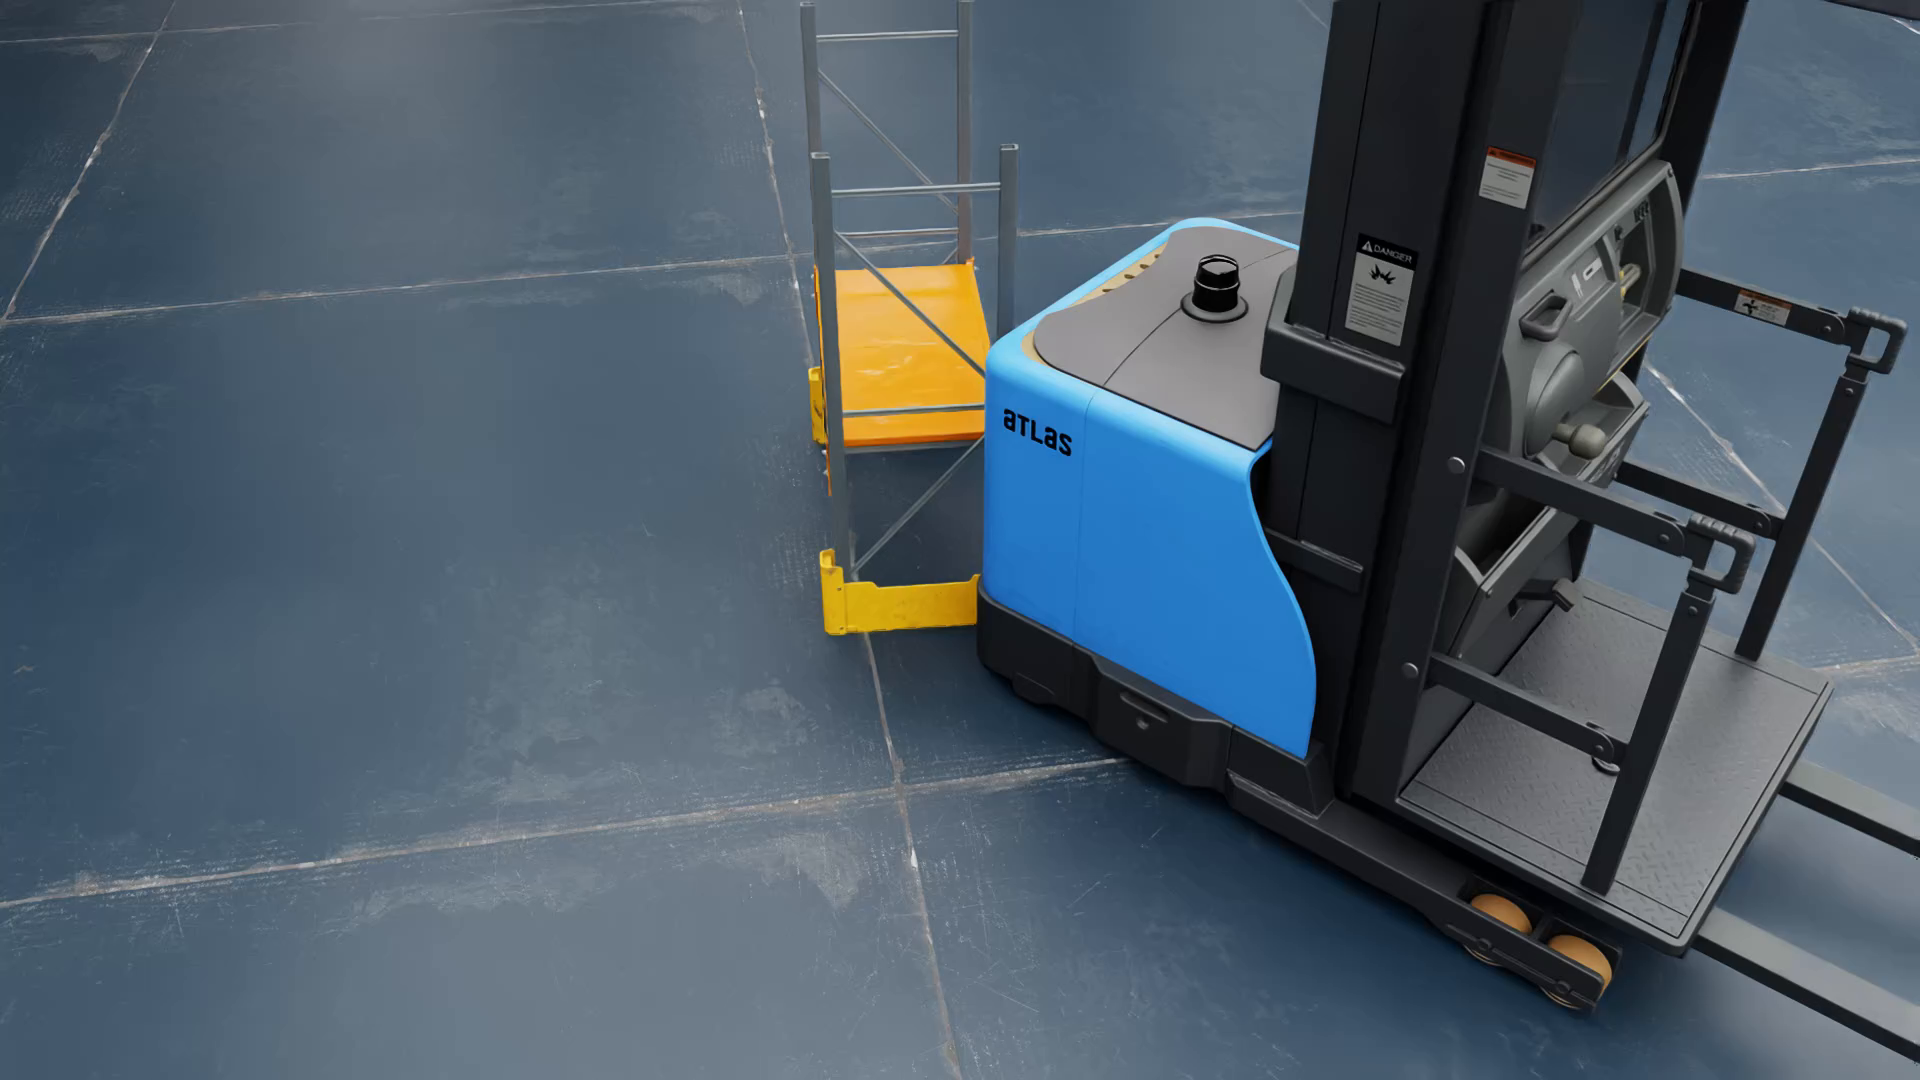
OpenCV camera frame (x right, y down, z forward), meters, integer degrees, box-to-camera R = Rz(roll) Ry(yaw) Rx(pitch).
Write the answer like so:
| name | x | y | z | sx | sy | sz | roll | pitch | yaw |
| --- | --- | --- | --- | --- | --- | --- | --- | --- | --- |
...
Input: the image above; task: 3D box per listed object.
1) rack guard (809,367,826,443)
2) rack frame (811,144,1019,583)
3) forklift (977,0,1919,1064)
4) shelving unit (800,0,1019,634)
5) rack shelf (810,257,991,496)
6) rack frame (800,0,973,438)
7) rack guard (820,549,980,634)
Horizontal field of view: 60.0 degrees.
| name | x | y | z | sx | sy | sz | roll | pitch | yaw |
| --- | --- | --- | --- | --- | --- | --- | --- | --- | --- |
| rack guard | -0.213 | -0.473 | 5.655 | 0.587 | 0.250 | 0.087 | -4 | 38 | -5 |
| rack frame | -0.108 | -0.347 | 4.474 | 0.500 | 1.500 | 0.032 | -4 | 38 | -5 |
| forklift | 1.511 | -0.445 | 3.433 | 3.031 | 2.935 | 1.130 | 26 | 45 | 30 |
| shelving unit | -0.162 | -0.663 | 4.881 | 0.587 | 1.500 | 1.083 | -4 | 38 | -5 |
| rack shelf | -0.161 | -0.515 | 4.984 | 0.538 | 0.185 | 1.000 | -4 | 38 | -5 |
| rack frame | -0.213 | -0.967 | 5.273 | 0.500 | 1.500 | 0.032 | -4 | 38 | -5 |
| rack guard | -0.110 | 0.135 | 4.873 | 0.587 | 0.250 | 0.087 | -4 | 38 | -5 |
